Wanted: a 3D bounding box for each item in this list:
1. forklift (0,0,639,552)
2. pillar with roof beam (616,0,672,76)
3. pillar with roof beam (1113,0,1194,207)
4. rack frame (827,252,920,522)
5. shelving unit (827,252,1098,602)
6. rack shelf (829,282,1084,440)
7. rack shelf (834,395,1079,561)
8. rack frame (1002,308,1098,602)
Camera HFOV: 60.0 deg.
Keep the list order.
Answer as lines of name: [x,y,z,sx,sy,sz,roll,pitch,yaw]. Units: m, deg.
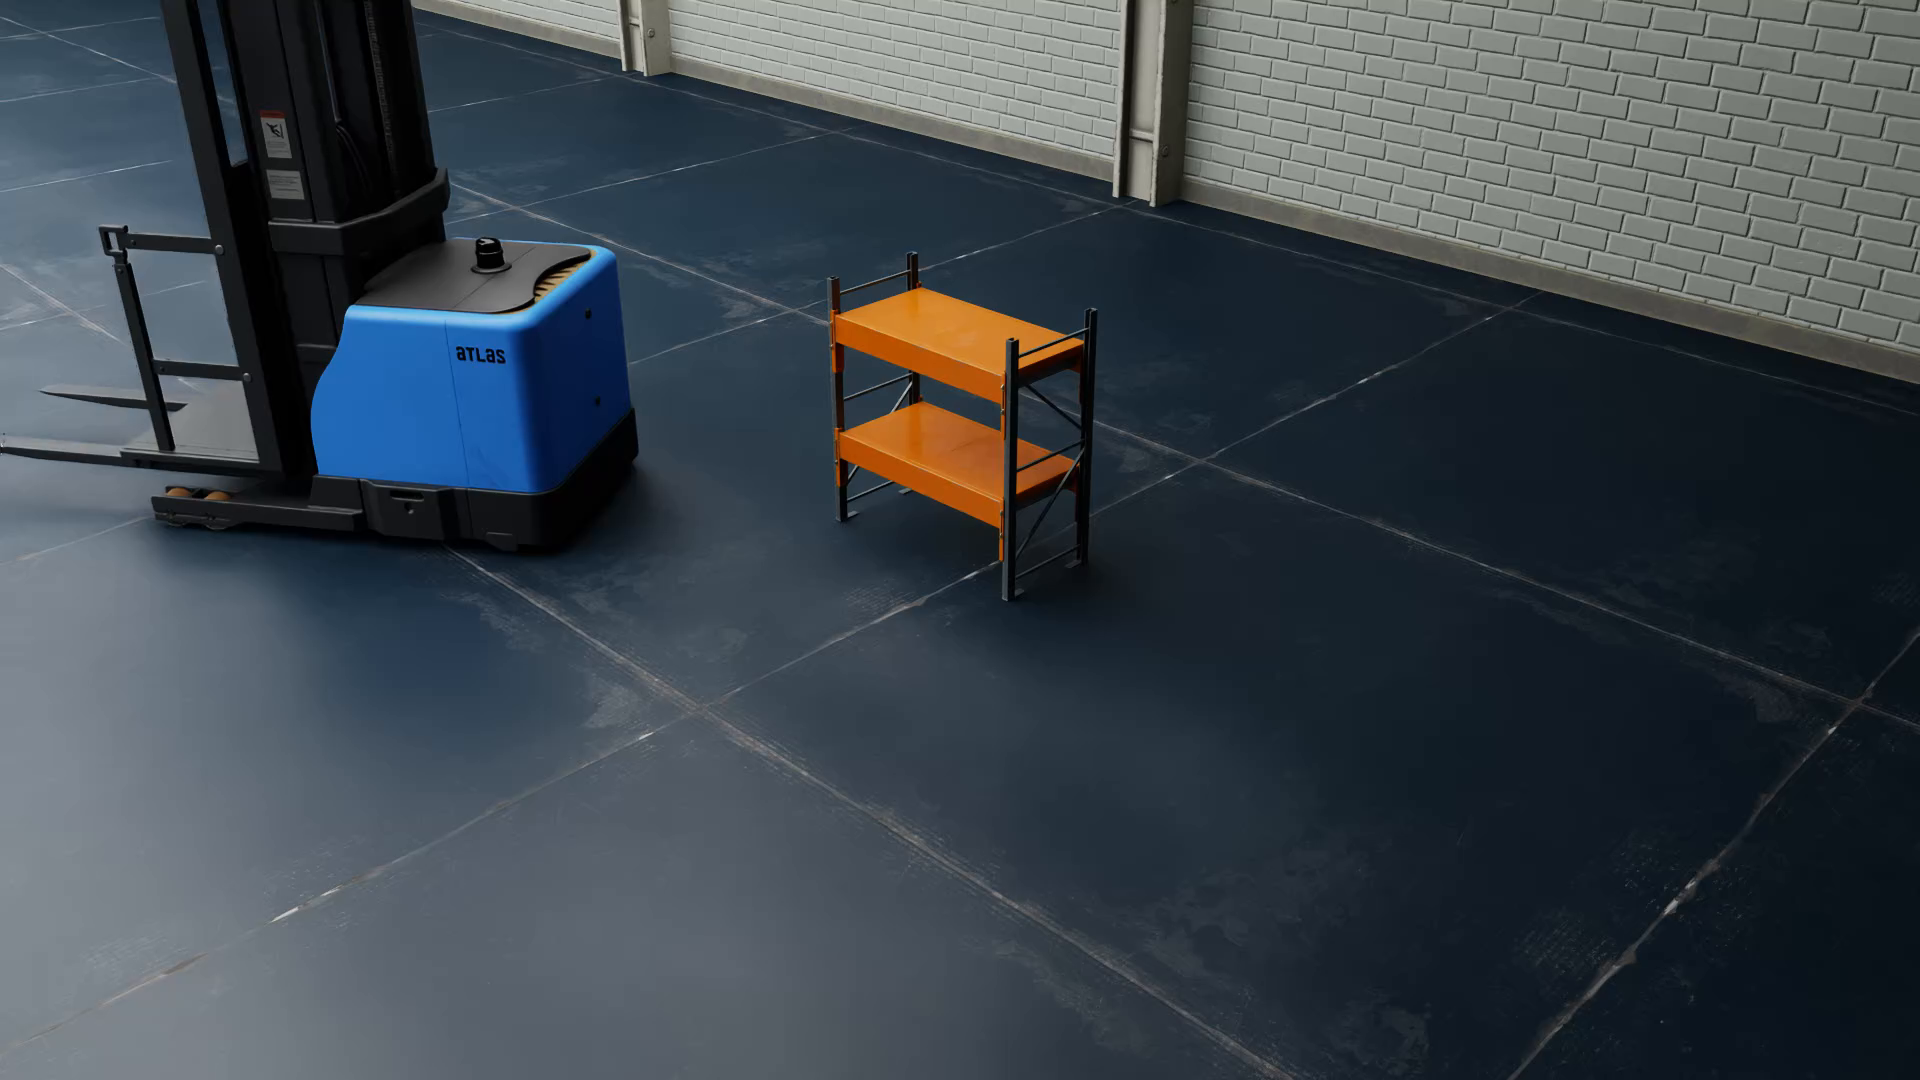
forklift: [-3.090,-1.575,7.095,3.031,2.935,1.130,5,28,10]
pillar with roof beam: [-5.955,-6.972,10.840,0.400,9.000,9.100,25,36,38]
pillar with roof beam: [-1.676,-5.014,7.117,0.400,9.000,9.100,25,36,38]
rack frame: [-0.367,-0.666,7.308,0.032,1.125,0.500,25,36,38]
shelving unit: [-0.005,-0.500,6.992,1.048,1.125,0.538,25,36,38]
rack shelf: [-0.005,-0.759,6.856,1.000,0.278,0.538,25,36,38]
rack shelf: [-0.005,-0.284,7.106,1.000,0.278,0.538,25,36,38]
rack frame: [0.358,-0.334,6.677,0.032,1.125,0.500,25,36,38]
